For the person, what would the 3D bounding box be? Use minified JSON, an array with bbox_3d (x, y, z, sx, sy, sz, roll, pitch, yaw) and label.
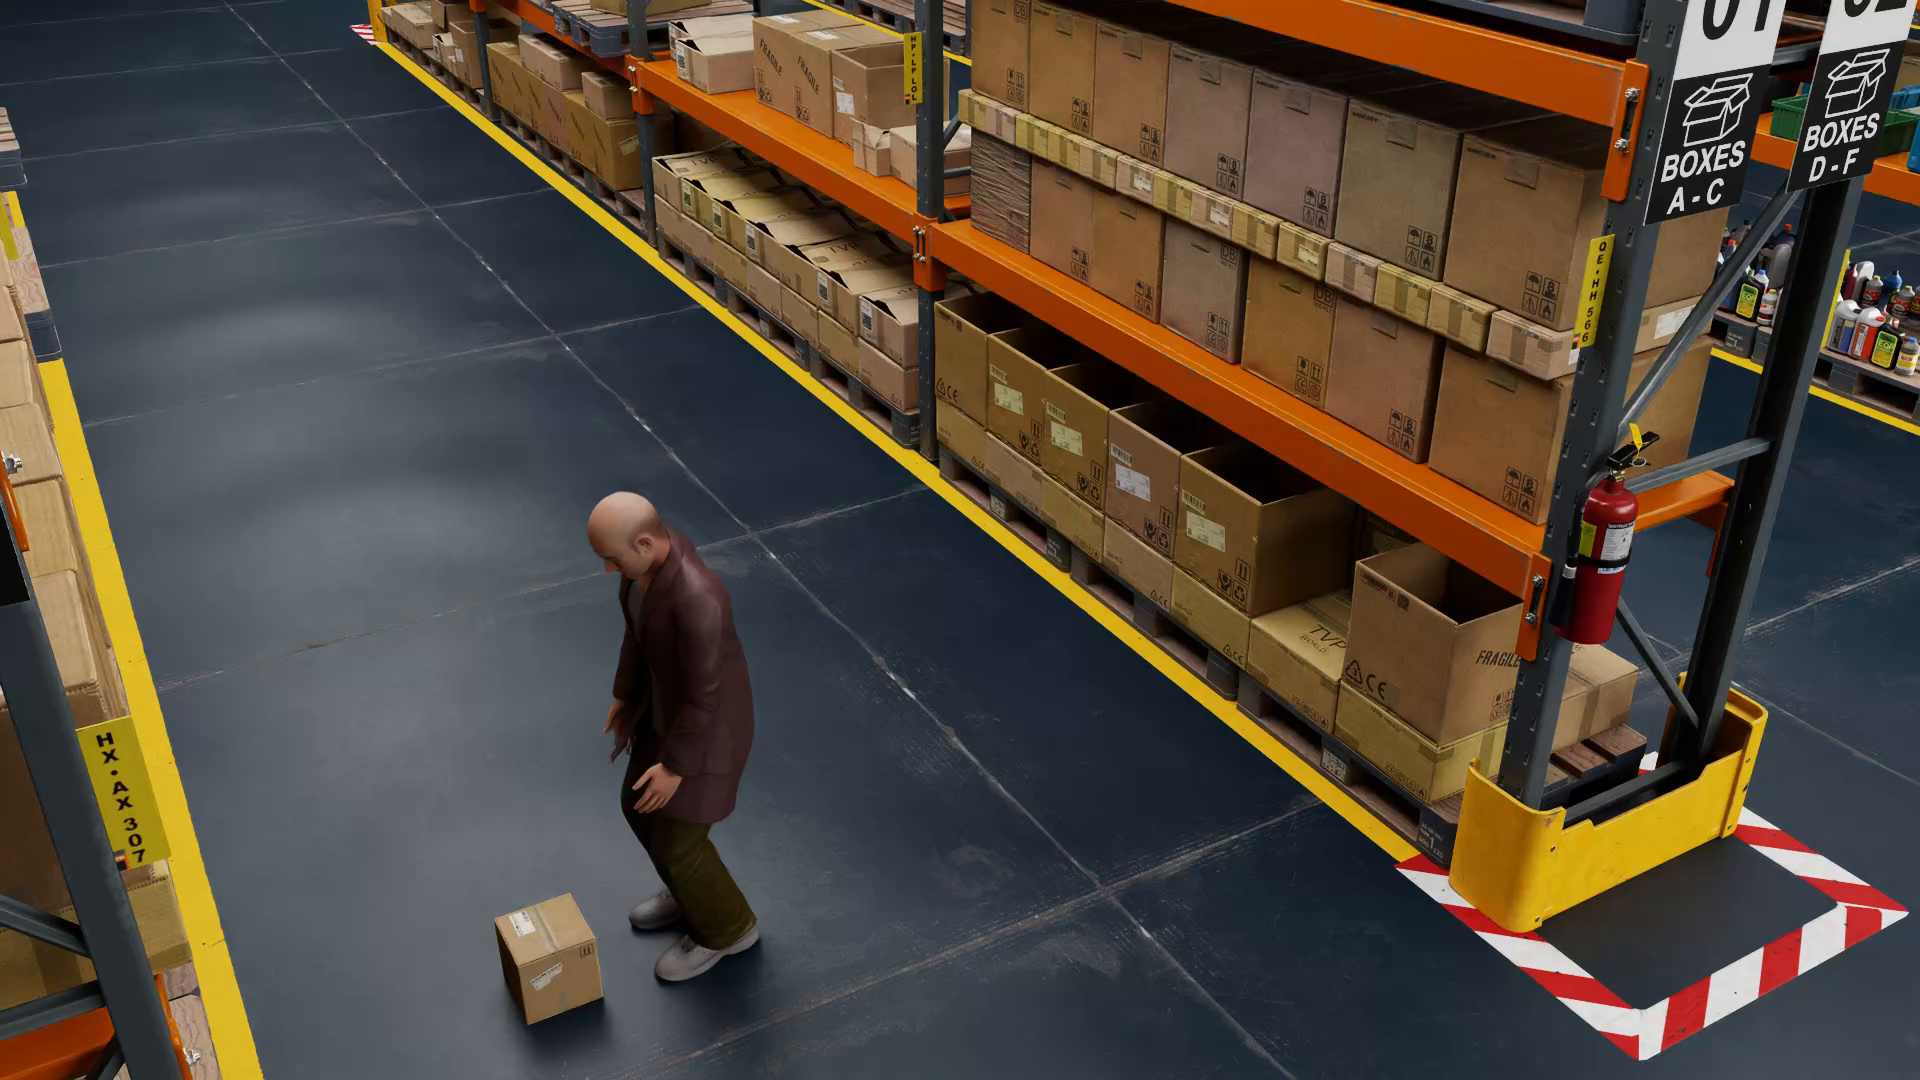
[{"bbox_3d":[-0.869,0.590,5.156,0.452,1.696,0.594,-15,32,-25],"label":"person"}]
